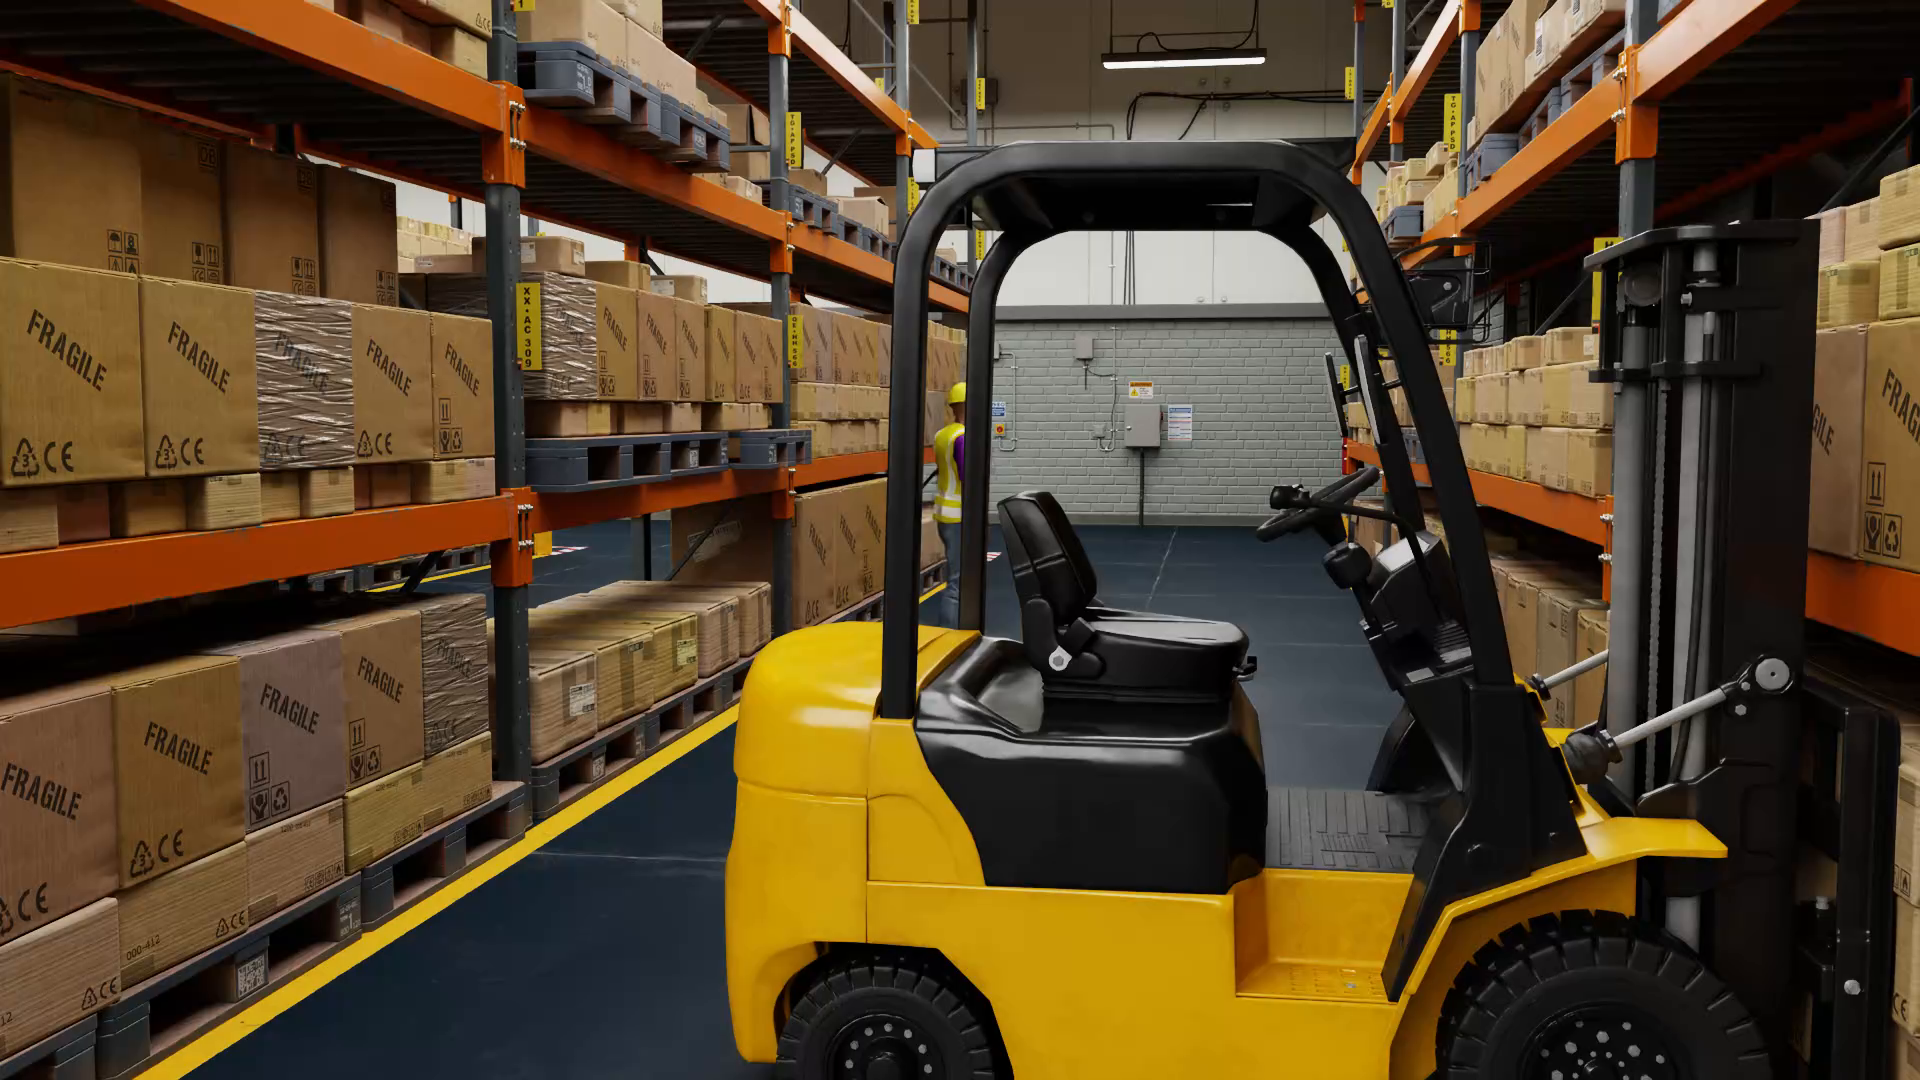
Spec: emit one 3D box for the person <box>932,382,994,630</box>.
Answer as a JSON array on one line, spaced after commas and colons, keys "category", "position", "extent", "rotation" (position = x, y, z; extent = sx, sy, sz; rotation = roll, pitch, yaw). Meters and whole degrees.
[{"category": "person", "position": [0.037, -0.093, 10.392], "extent": [0.448, 1.760, 0.610], "rotation": [-1, 5, -14]}]
